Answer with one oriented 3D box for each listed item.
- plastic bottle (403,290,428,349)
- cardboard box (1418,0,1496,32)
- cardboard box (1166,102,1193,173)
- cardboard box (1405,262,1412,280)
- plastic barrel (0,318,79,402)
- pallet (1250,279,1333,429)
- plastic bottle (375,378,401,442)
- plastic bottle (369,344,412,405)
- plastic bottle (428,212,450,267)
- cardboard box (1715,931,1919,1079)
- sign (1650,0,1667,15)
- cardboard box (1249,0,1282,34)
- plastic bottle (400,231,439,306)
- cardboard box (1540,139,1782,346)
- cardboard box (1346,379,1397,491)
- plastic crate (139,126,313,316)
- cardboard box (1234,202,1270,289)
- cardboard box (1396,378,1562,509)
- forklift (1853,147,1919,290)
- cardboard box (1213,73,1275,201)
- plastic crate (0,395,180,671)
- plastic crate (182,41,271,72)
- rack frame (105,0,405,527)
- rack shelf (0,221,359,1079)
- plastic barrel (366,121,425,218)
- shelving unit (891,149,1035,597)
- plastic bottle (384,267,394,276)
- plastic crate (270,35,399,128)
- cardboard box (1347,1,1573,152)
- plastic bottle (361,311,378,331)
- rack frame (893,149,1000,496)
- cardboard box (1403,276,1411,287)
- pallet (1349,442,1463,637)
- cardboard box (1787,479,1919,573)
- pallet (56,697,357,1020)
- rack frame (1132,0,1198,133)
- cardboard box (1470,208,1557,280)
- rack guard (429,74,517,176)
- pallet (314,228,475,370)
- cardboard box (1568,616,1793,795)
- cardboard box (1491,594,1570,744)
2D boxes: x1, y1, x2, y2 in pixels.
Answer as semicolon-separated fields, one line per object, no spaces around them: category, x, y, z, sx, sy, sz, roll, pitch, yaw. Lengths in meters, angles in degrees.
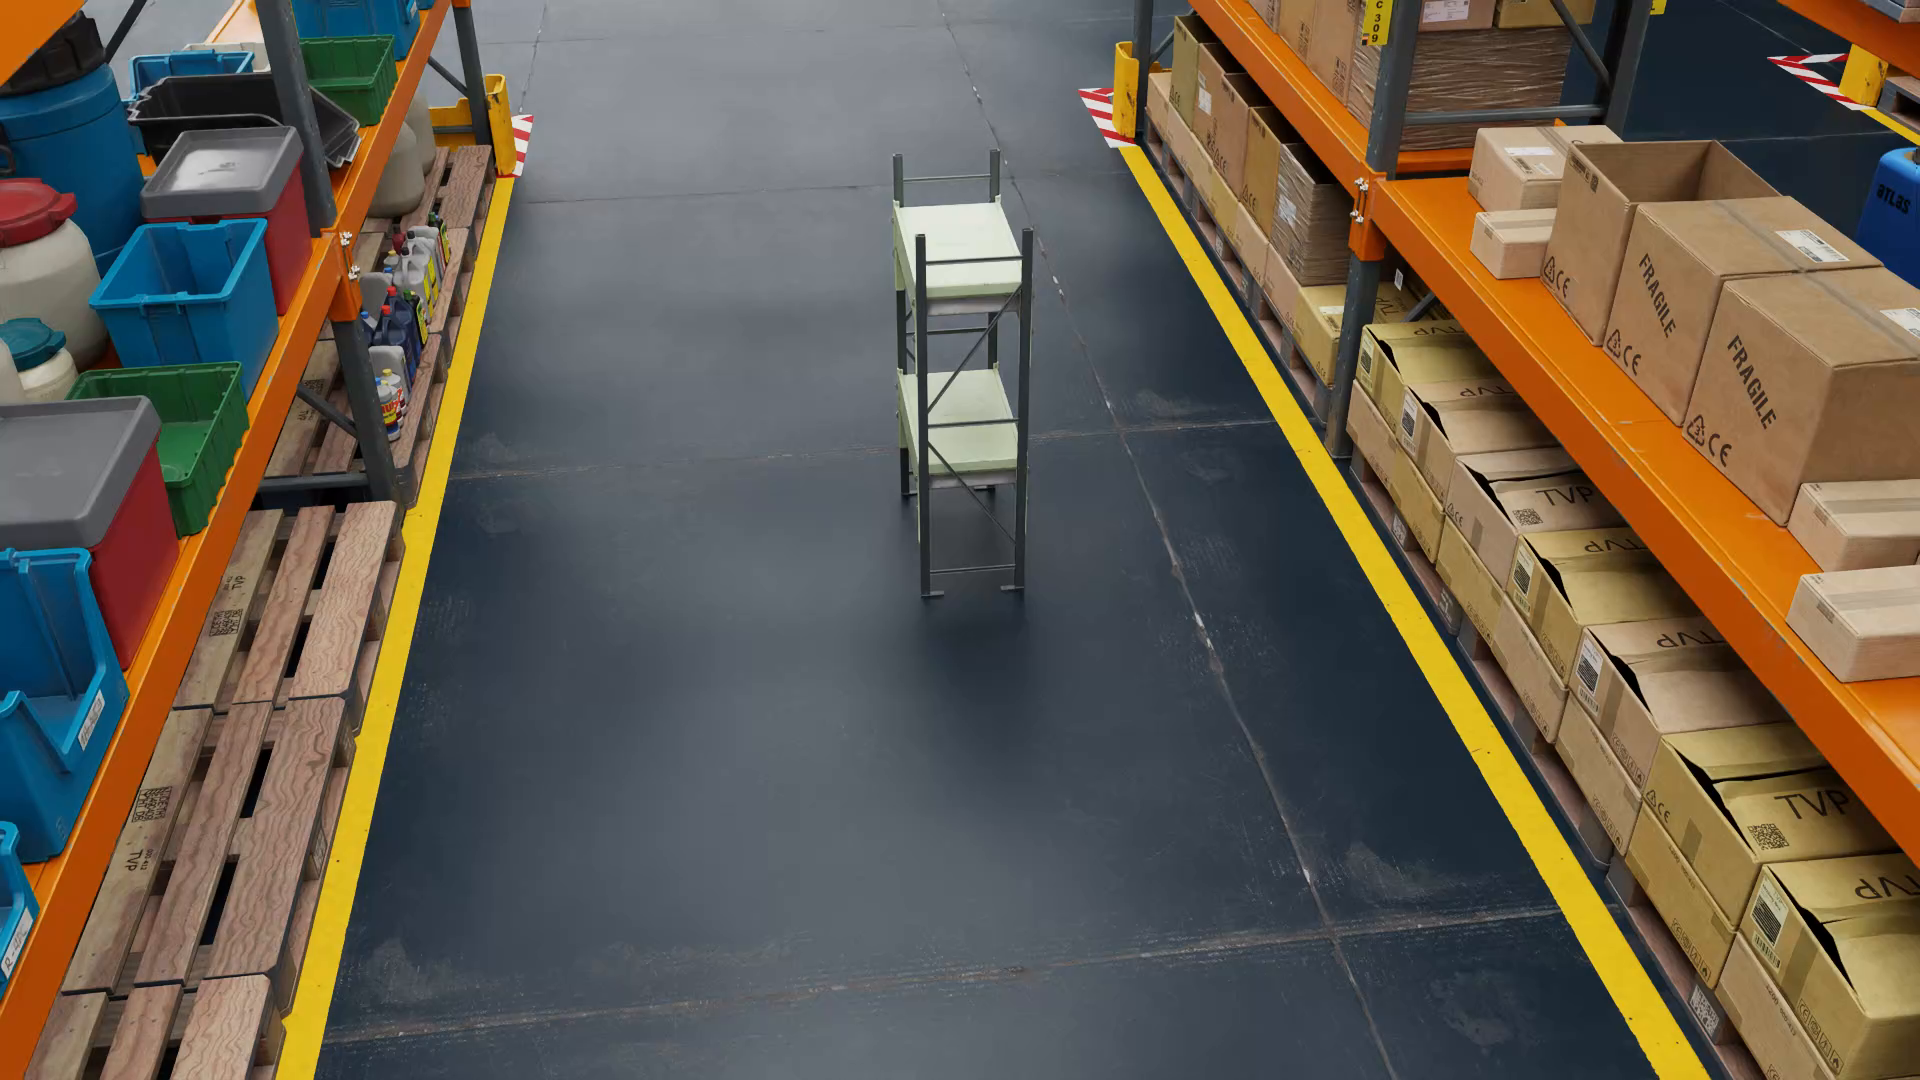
plastic bottle;-2.500;-1.026;7.614;0.061;0.283;0.133;-3;34;-4
cardboard box;1.864;-2.103;6.507;0.380;0.149;0.250;-4;35;-6
cardboard box;1.497;-2.332;9.577;0.500;0.250;0.500;-4;35;-6
cardboard box;2.285;-1.566;7.787;0.500;0.500;0.500;-4;35;-6
plastic barrel;-2.770;-0.477;4.910;0.301;0.262;0.301;0;34;0
pallet;2.047;-0.952;7.960;1.003;0.211;1.213;-4;35;-6
plastic bottle;-2.405;-0.550;6.925;0.097;0.271;0.097;0;34;0
plastic bottle;-2.475;-0.730;7.186;0.152;0.276;0.135;-3;34;-5
plastic bottle;-2.619;-1.521;8.339;0.061;0.283;0.133;-4;34;-5
cardboard box;2.338;1.262;4.303;0.500;0.250;0.500;-4;34;-5
sign;2.649;-2.150;6.283;0.100;0.325;0.005;-4;35;-6
cardboard box;1.836;-2.806;8.115;0.700;0.500;0.500;-3;34;-5
plastic bottle;-2.601;-1.300;7.956;0.144;0.351;0.185;-3;34;-4
cardboard box;2.271;-0.975;5.429;0.500;0.500;0.500;-2;34;-3
cardboard box;1.921;-0.451;6.817;0.500;0.250;0.500;-5;35;-8
plastic crate;-2.428;-1.064;5.591;0.402;0.464;0.583;-4;35;-6
cardboard box;1.694;-1.495;8.349;0.500;0.250;0.500;-4;35;-6
cardboard box;1.983;-0.397;6.240;0.500;0.311;0.500;-5;35;-7
forklift;4.858;-1.300;6.055;1.130;2.935;3.031;-6;35;-9
cardboard box;1.625;-2.084;8.547;0.500;0.500;0.500;-4;35;-6
plastic crate;-2.172;-0.004;4.035;0.402;0.464;0.583;-4;35;-6
plastic crate;-3.266;-2.063;7.347;0.530;0.136;0.437;-4;35;-6
rack frame;-2.796;-1.285;5.971;1.000;3.000;0.127;-4;35;-6
rack shelf;-2.527;0.129;4.536;1.077;0.370;4.000;-4;35;-6
plastic barrel;-3.103;-2.021;8.888;0.421;0.512;0.421;0;34;0
shelving unit;-0.001;-0.623;6.333;0.431;1.500;0.755;-4;35;-6
plastic bottle;-2.715;-1.205;7.948;0.097;0.201;0.097;0;34;0
plastic crate;-2.699;-1.976;7.174;0.450;0.188;0.662;-4;35;-6
cardboard box;2.047;-1.946;6.853;0.700;0.500;0.500;-5;35;-8
plastic bottle;-2.633;-0.893;7.428;0.097;0.271;0.097;0;34;0
rack frame;-0.050;-0.828;6.633;0.400;1.500;0.023;-4;35;-6
cardboard box;2.288;-1.256;7.998;0.500;0.250;0.500;-4;35;-6
pallet;2.250;-0.097;6.705;1.003;0.211;1.213;-4;35;-6
cardboard box;2.423;-0.029;4.352;0.380;0.149;0.250;-2;34;-3
pallet;-2.485;0.985;5.117;1.003;0.211;1.213;-4;35;-6
rack frame;1.575;-3.890;9.794;1.000;3.000;0.127;-4;35;-6
cardboard box;2.029;-1.044;5.841;0.380;0.149;0.250;-4;35;-6
rack guard;-3.277;-2.445;9.894;1.175;0.500;0.348;-4;35;-6
pallet;-3.013;-1.193;8.312;1.003;0.211;1.213;-4;35;-6
cardboard box;2.195;0.460;4.982;0.500;0.311;0.500;-5;35;-7
cardboard box;2.129;0.407;5.558;0.500;0.250;0.500;-4;34;-5
